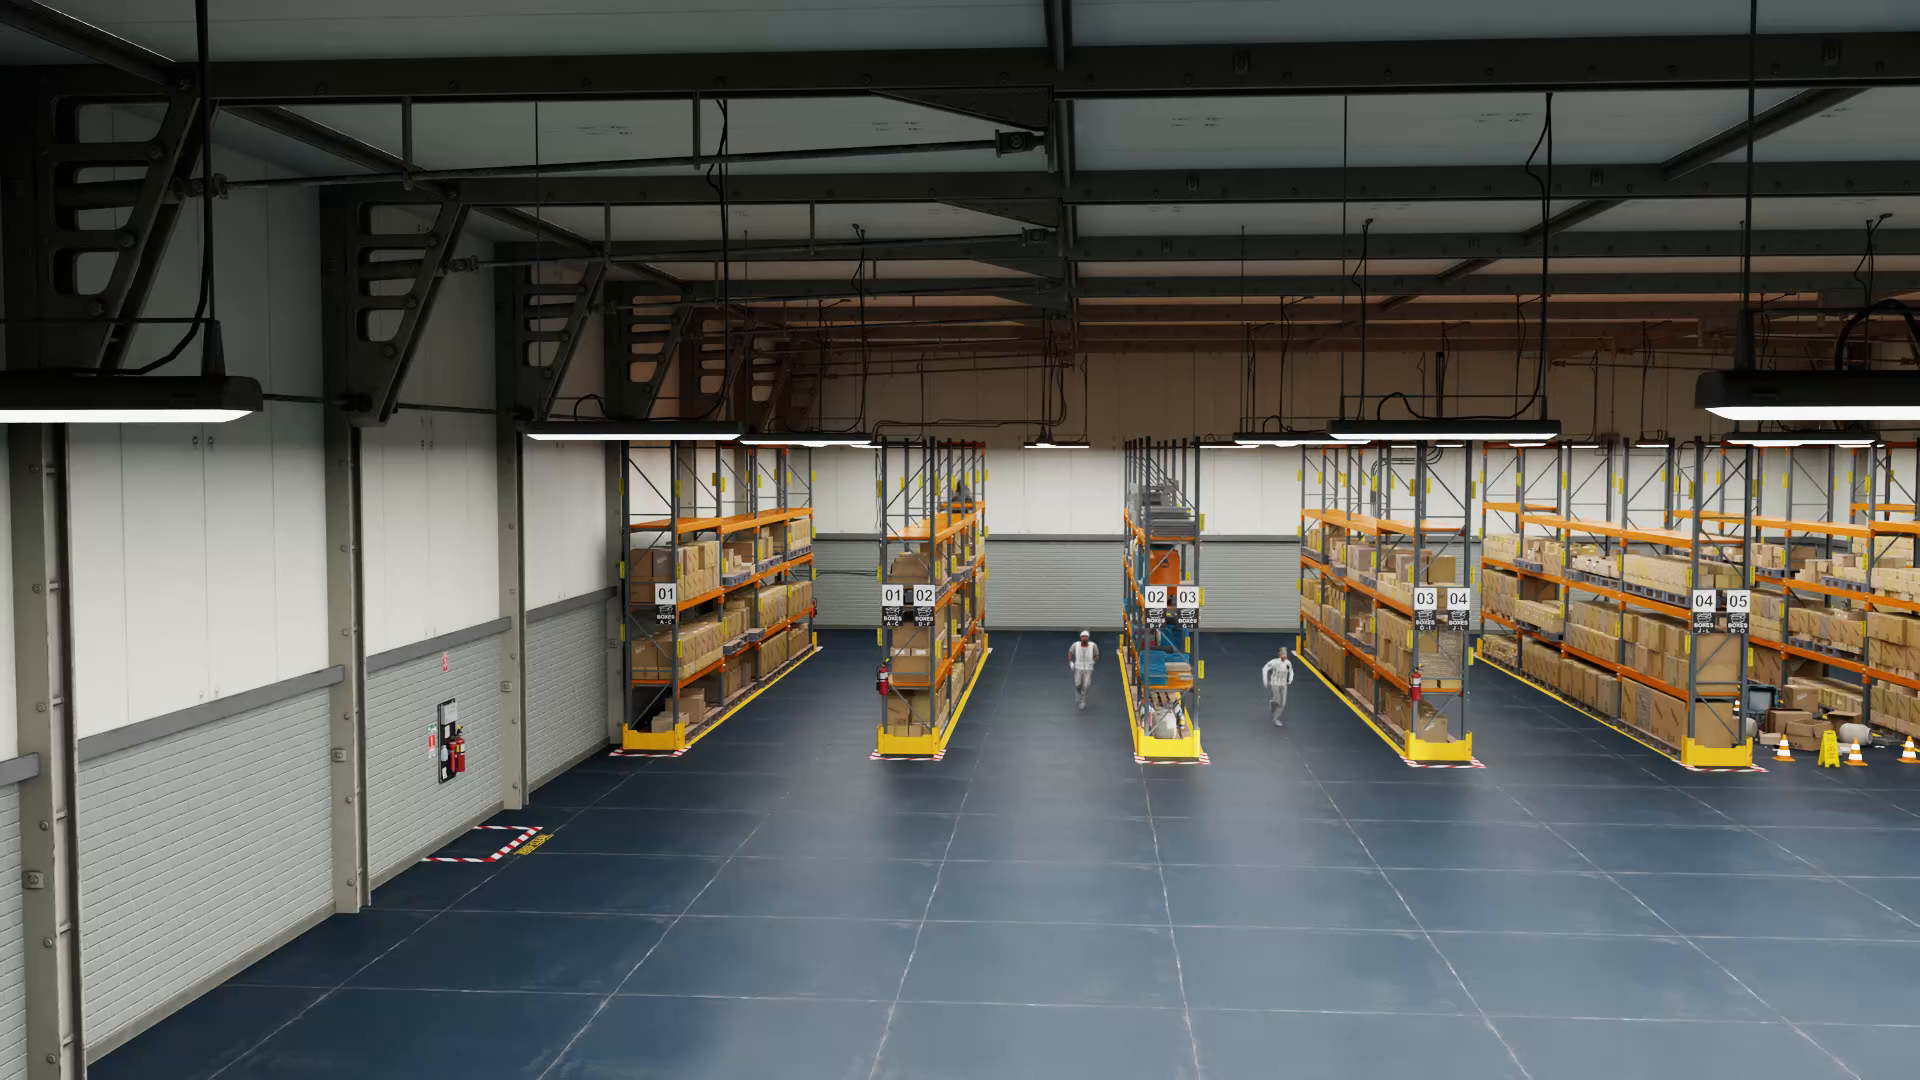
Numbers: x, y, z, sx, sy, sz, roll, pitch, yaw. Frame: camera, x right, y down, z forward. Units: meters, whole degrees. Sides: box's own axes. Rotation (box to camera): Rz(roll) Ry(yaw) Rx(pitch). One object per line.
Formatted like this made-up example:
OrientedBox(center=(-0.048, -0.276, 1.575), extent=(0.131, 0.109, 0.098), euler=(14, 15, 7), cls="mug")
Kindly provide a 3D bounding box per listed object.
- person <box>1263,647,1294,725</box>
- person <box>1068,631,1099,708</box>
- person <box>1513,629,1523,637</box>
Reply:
OrientedBox(center=(6.685, 3.056, 34.859), extent=(0.653, 1.650, 0.643), euler=(-1, 3, -12), cls="person")
OrientedBox(center=(2.750, 2.879, 36.919), extent=(0.689, 1.733, 0.571), euler=(0, 3, 3), cls="person")
OrientedBox(center=(15.916, 2.405, 47.229), extent=(0.606, 1.628, 0.660), euler=(-2, 4, -35), cls="person")
